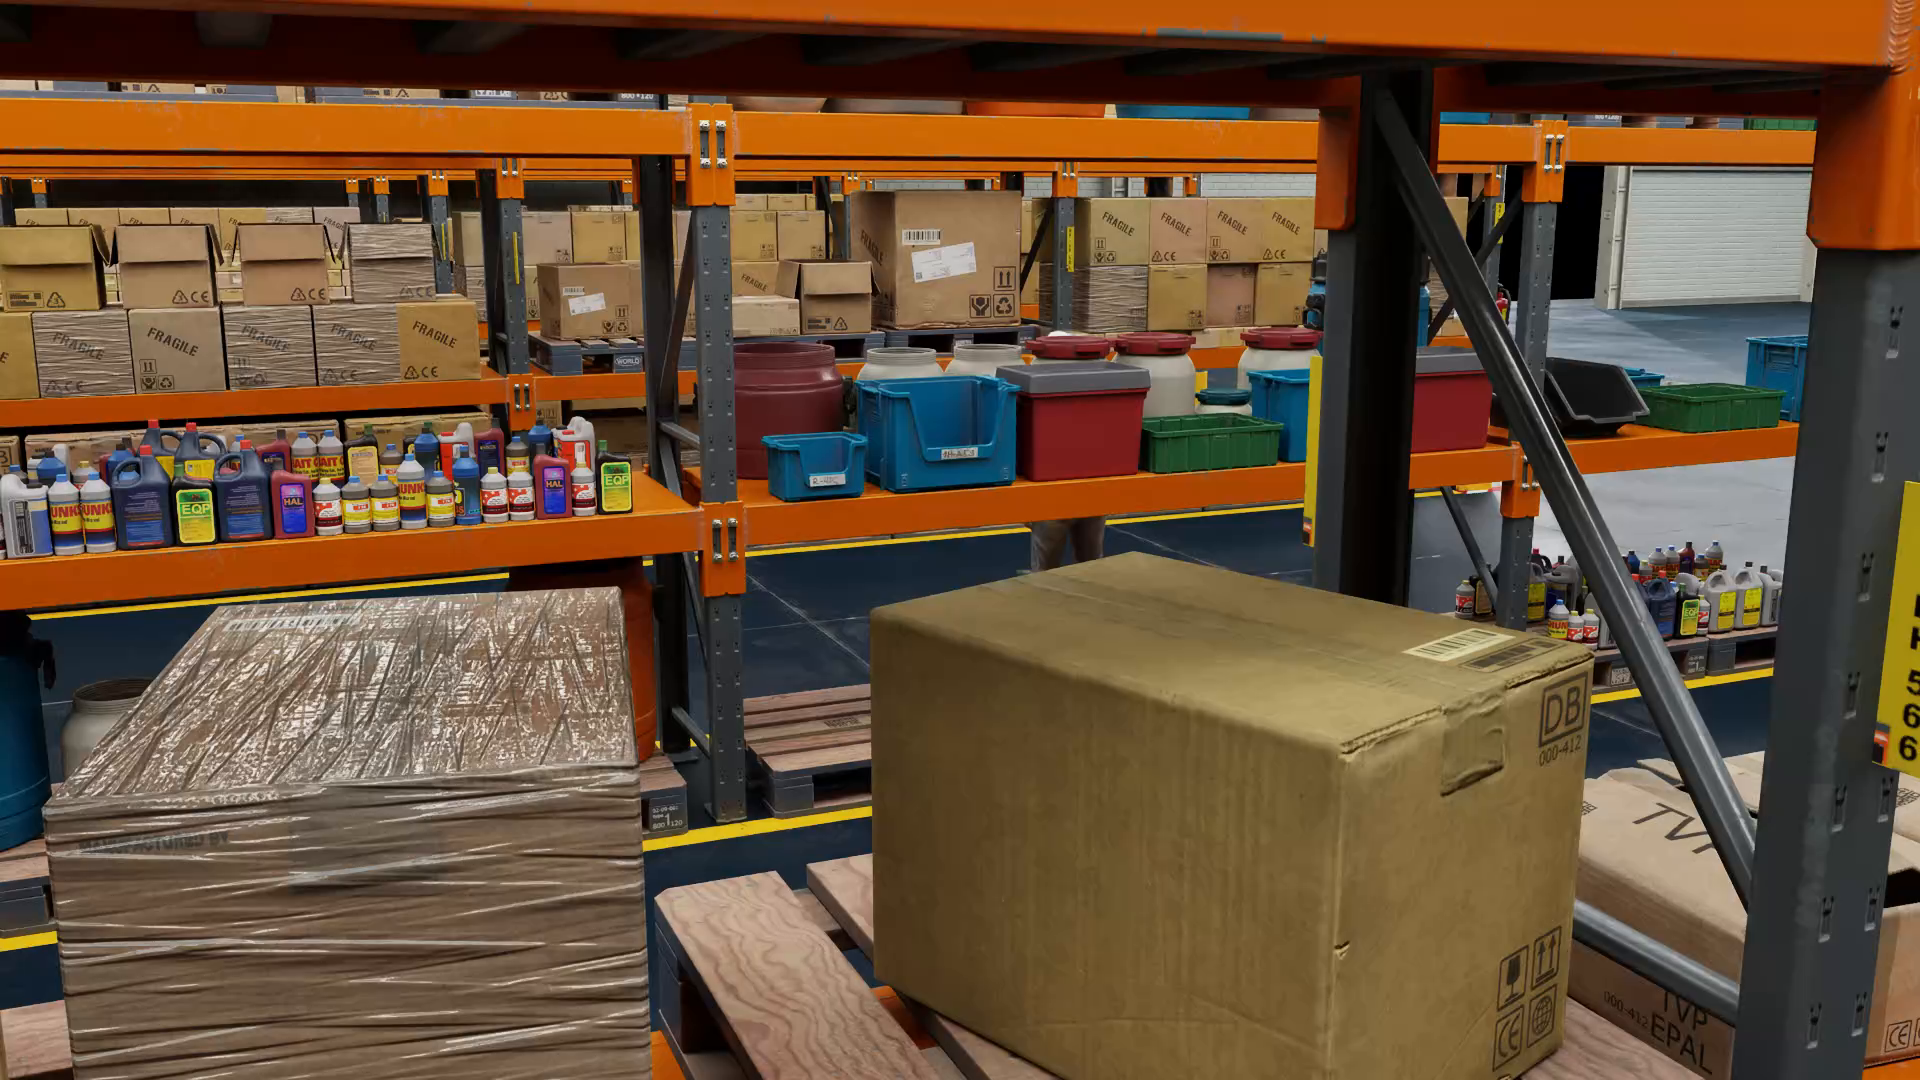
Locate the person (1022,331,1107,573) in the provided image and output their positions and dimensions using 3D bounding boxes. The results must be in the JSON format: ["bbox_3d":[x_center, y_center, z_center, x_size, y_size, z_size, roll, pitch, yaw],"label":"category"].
[{"bbox_3d":[0.579,-0.237,9.022,0.593,1.768,0.464,-6,13,-26],"label":"person"}]
